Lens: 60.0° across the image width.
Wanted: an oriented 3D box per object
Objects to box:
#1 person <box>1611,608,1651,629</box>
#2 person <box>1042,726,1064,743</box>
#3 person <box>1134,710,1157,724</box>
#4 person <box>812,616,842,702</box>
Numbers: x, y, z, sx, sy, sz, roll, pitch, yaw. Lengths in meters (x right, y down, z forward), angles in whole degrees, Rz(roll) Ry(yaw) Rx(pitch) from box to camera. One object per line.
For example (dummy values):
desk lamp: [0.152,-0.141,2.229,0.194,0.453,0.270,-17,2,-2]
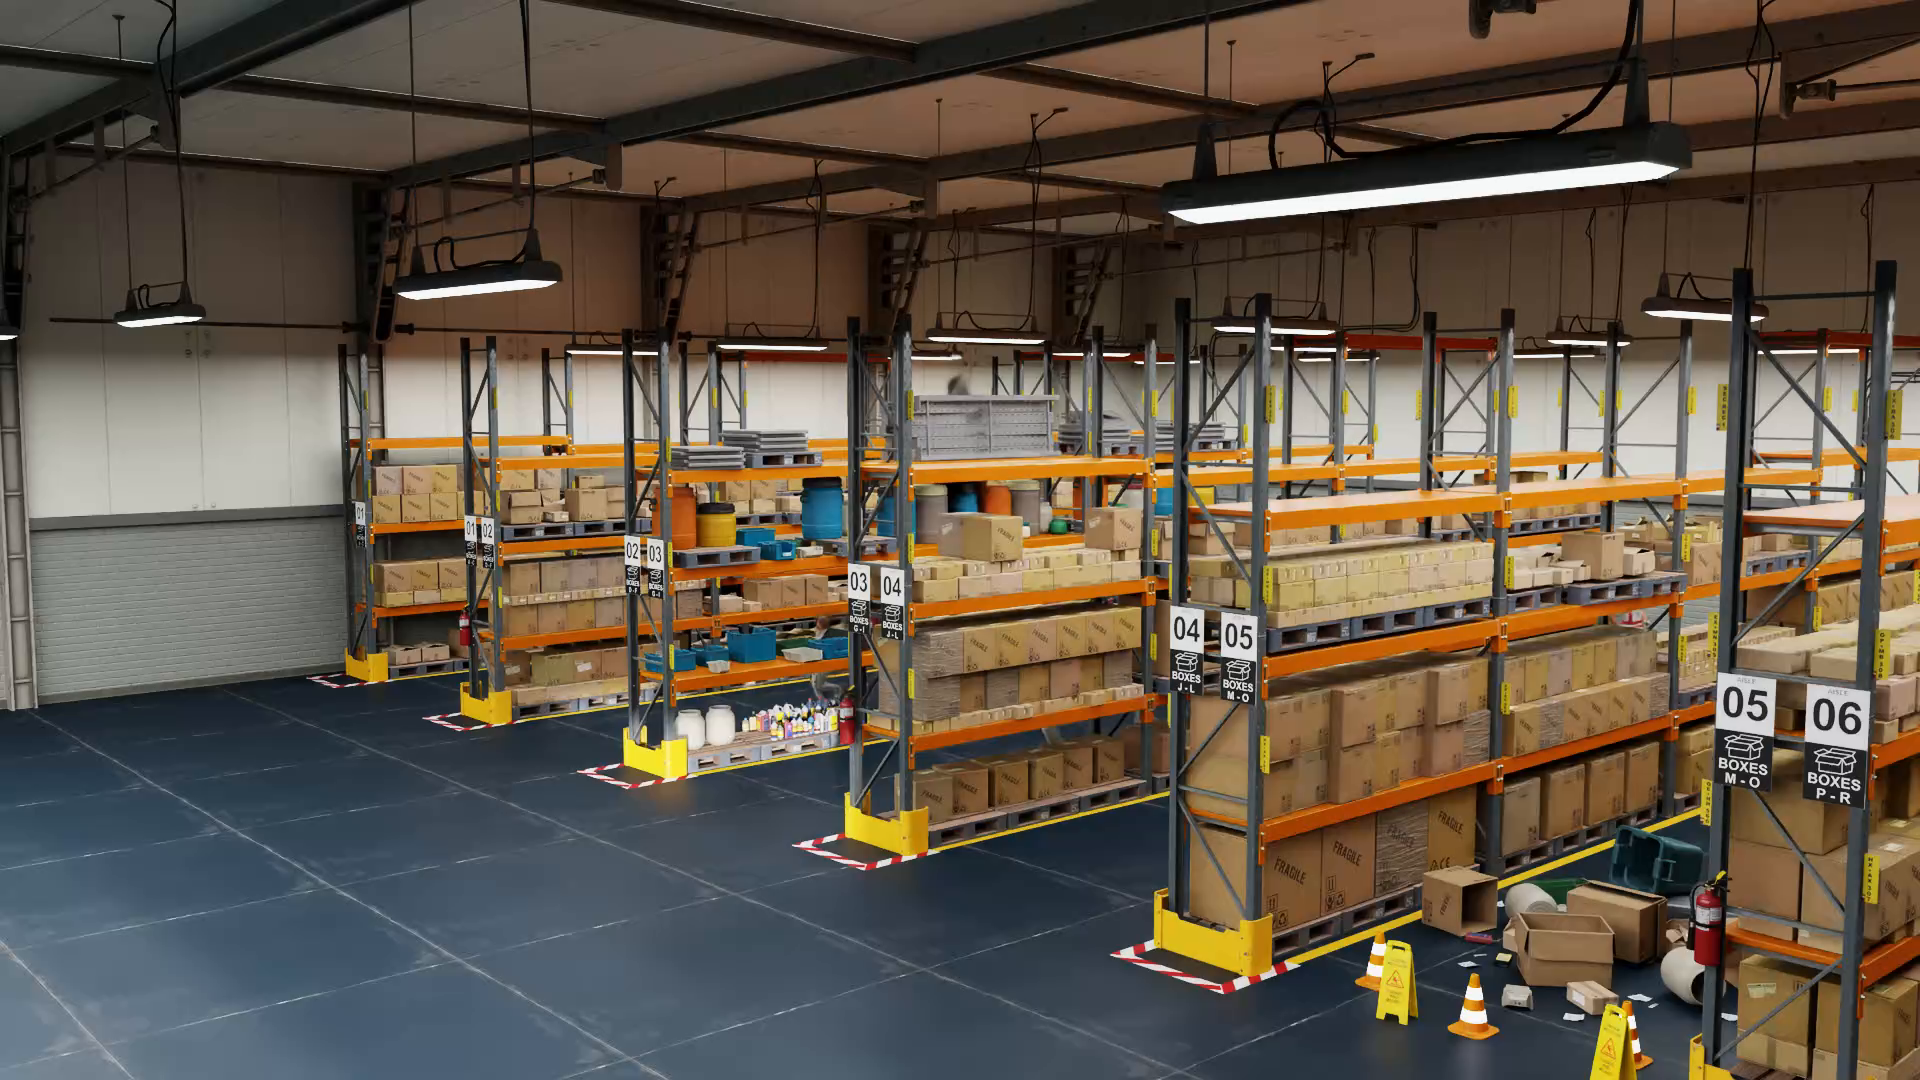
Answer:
person: [12.087,1.625,29.873,0.717,1.729,0.566,-3,6,-27]
person: [1.261,2.248,22.802,0.689,1.826,0.798,5,7,45]
person: [2.673,2.135,24.323,0.612,1.653,0.894,5,7,44]
person: [-2.147,2.002,26.779,0.555,1.570,0.542,-4,7,-38]
